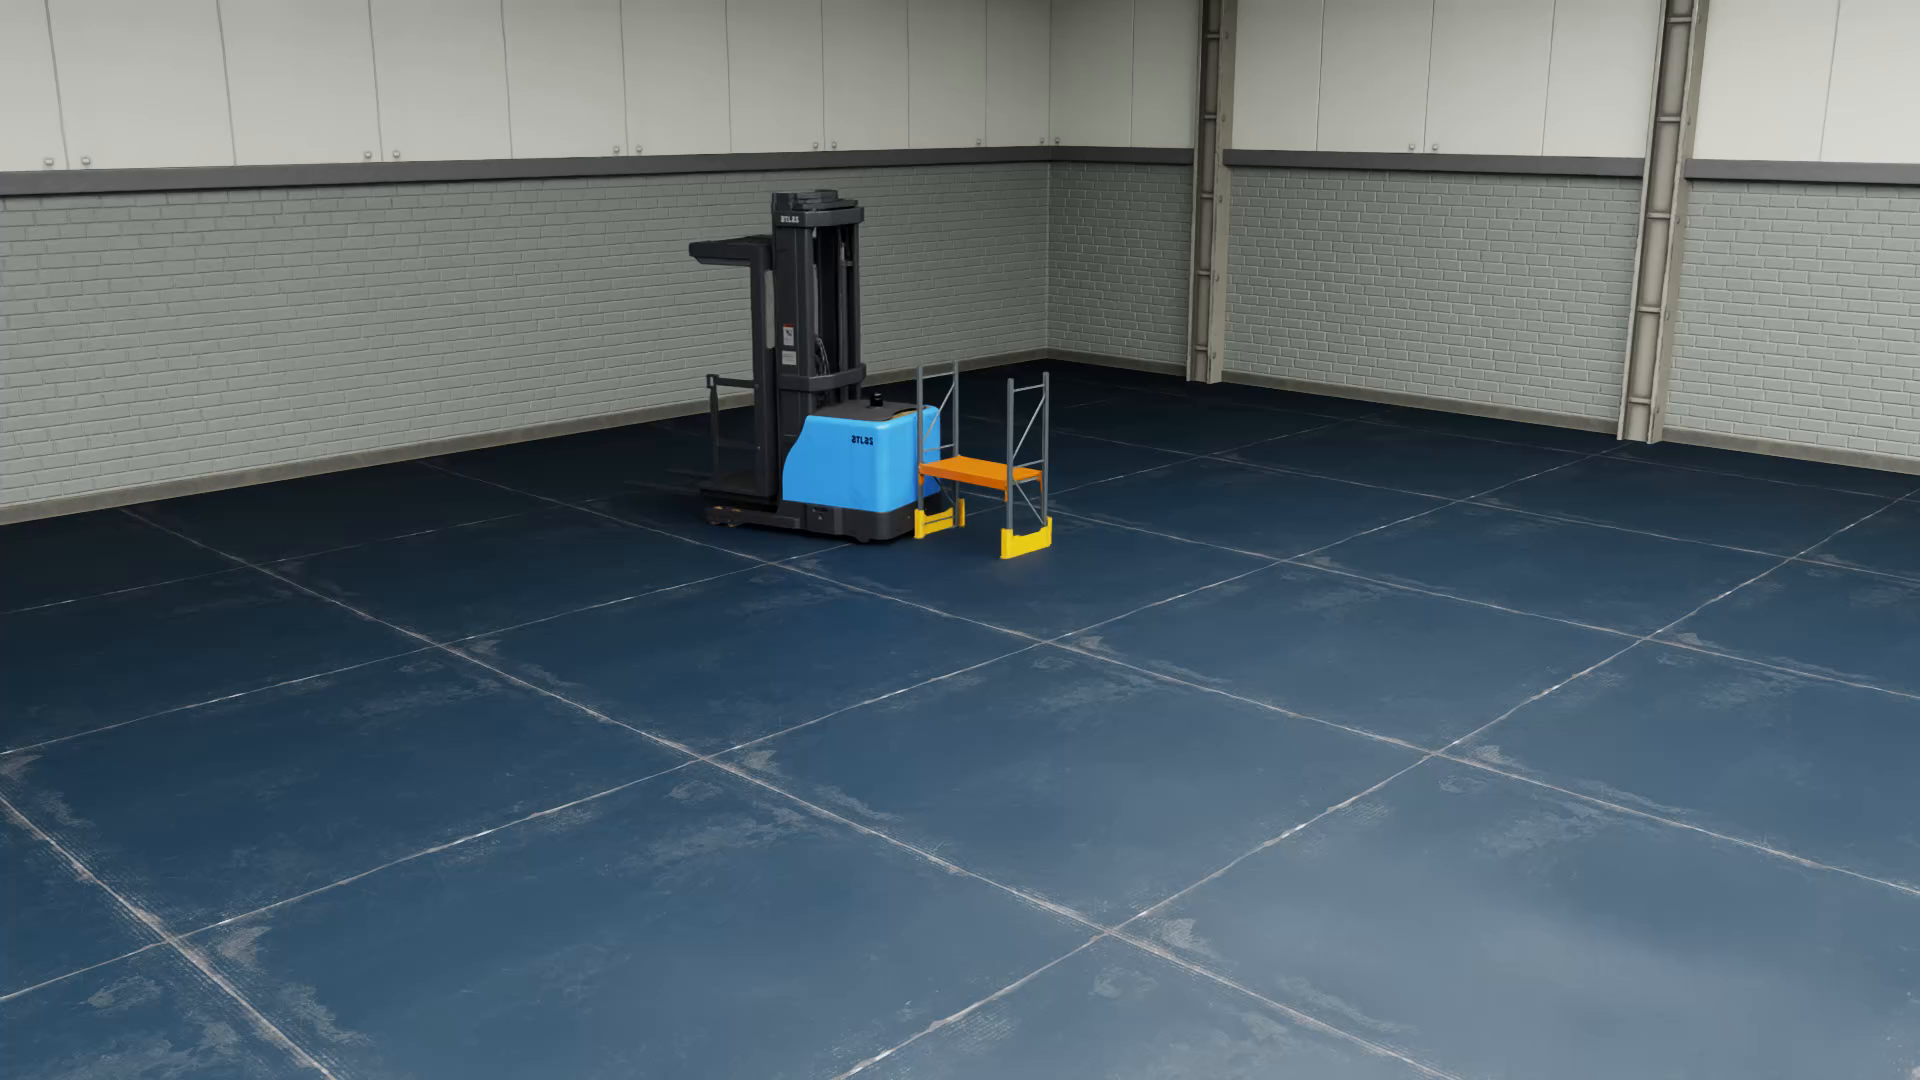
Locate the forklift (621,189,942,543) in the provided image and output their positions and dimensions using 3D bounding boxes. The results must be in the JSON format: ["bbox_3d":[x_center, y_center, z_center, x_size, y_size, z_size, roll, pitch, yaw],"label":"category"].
[{"bbox_3d":[-1.706,-1.637,14.903,3.031,2.935,1.130,8,17,28],"label":"forklift"}]

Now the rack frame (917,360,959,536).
[{"bbox_3d":[-0.192,-0.798,14.521,0.032,1.500,0.500,13,19,40],"label":"rack frame"}]

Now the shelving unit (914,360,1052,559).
[{"bbox_3d":[0.193,-0.711,14.185,1.083,1.500,0.587,13,19,40],"label":"shelving unit"}]

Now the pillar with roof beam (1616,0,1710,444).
[{"bbox_3d":[4.680,-4.704,14.639,0.400,9.000,9.100,14,20,42],"label":"pillar with roof beam"}]

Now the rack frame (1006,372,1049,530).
[{"bbox_3d":[0.563,-0.626,13.862,0.032,1.500,0.500,13,19,40],"label":"rack frame"}]

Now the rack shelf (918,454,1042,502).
[{"bbox_3d":[0.186,-0.538,14.236,1.000,0.185,0.538,13,19,40],"label":"rack shelf"}]

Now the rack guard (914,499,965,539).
[{"bbox_3d":[-0.177,-0.190,14.666,0.087,0.250,0.587,13,19,40],"label":"rack guard"}]

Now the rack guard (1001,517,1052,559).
[{"bbox_3d":[0.562,-0.022,14.020,0.087,0.250,0.587,13,19,40],"label":"rack guard"}]
